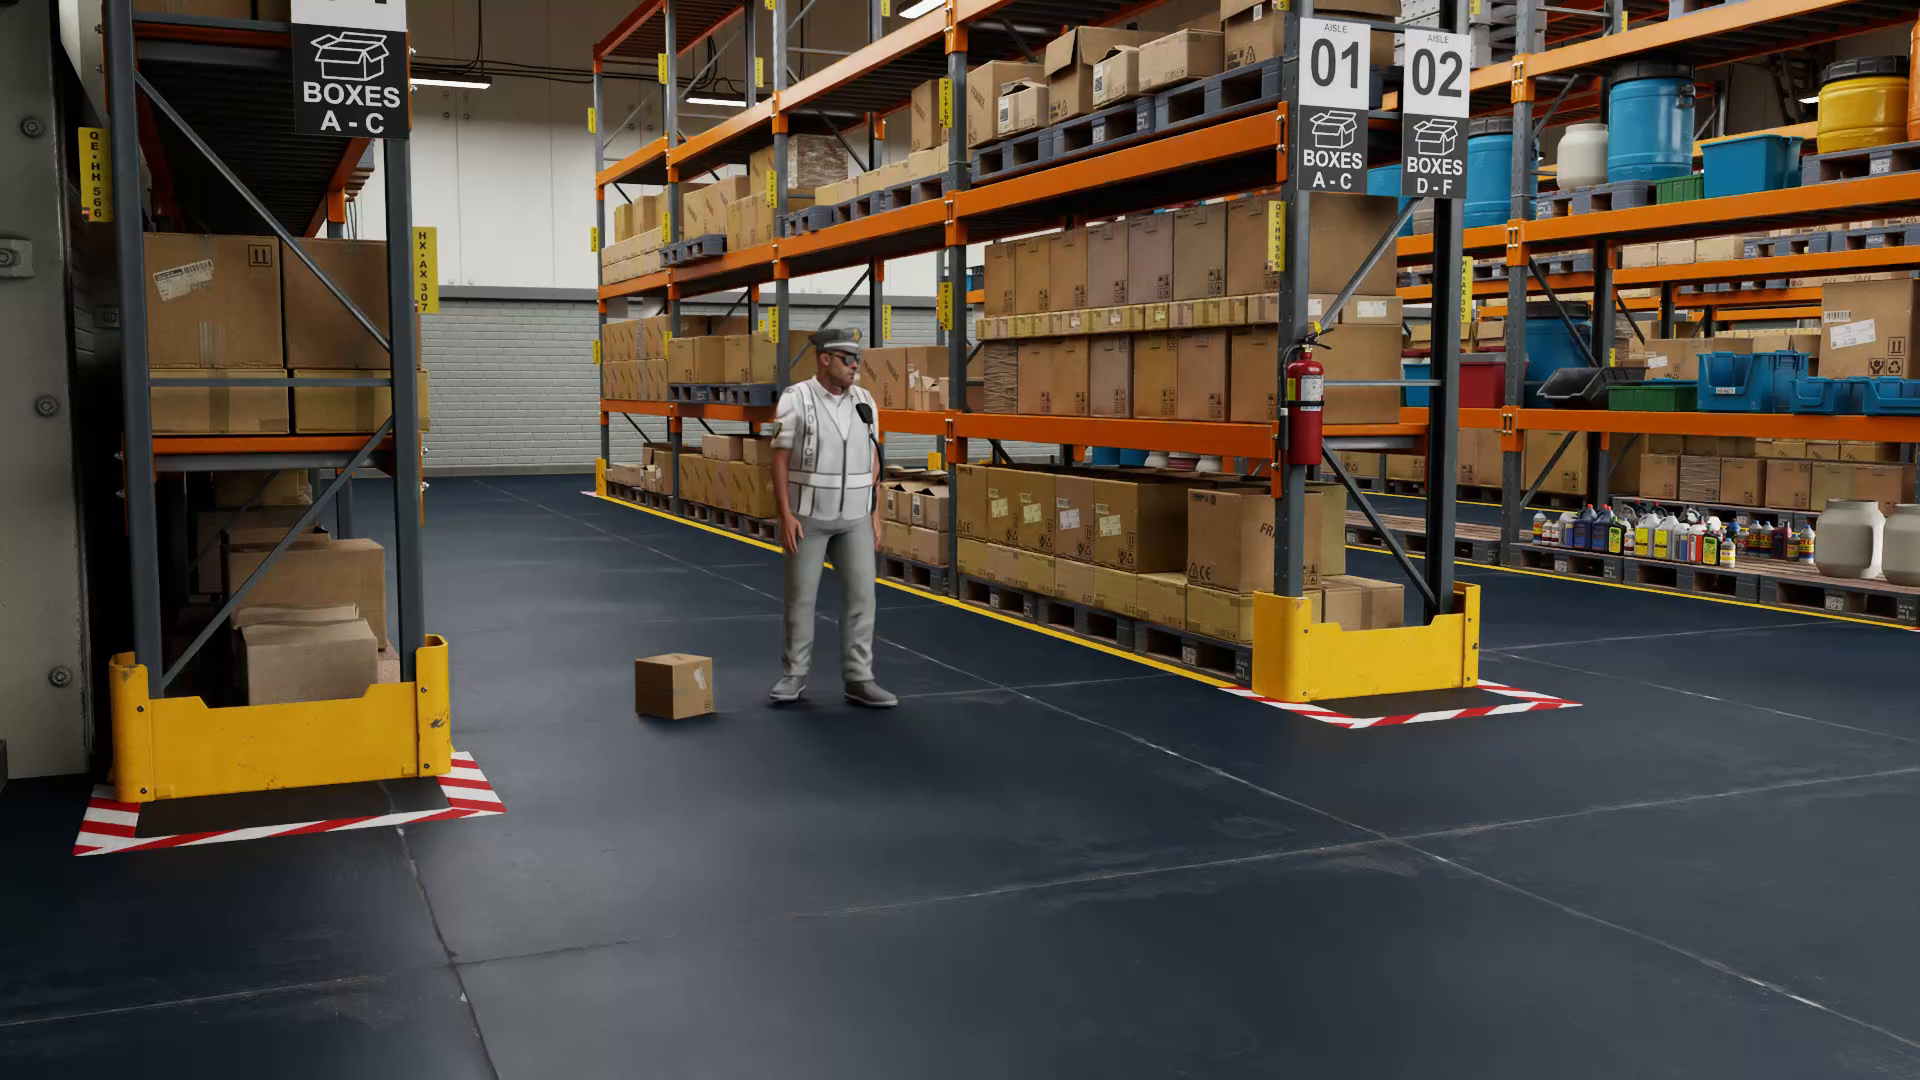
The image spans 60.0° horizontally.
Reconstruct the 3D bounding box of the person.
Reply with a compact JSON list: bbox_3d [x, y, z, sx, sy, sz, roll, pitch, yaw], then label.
[{"bbox_3d":[-0.612,-0.109,7.770,0.562,1.754,0.538,-2,6,-25],"label":"person"}]
